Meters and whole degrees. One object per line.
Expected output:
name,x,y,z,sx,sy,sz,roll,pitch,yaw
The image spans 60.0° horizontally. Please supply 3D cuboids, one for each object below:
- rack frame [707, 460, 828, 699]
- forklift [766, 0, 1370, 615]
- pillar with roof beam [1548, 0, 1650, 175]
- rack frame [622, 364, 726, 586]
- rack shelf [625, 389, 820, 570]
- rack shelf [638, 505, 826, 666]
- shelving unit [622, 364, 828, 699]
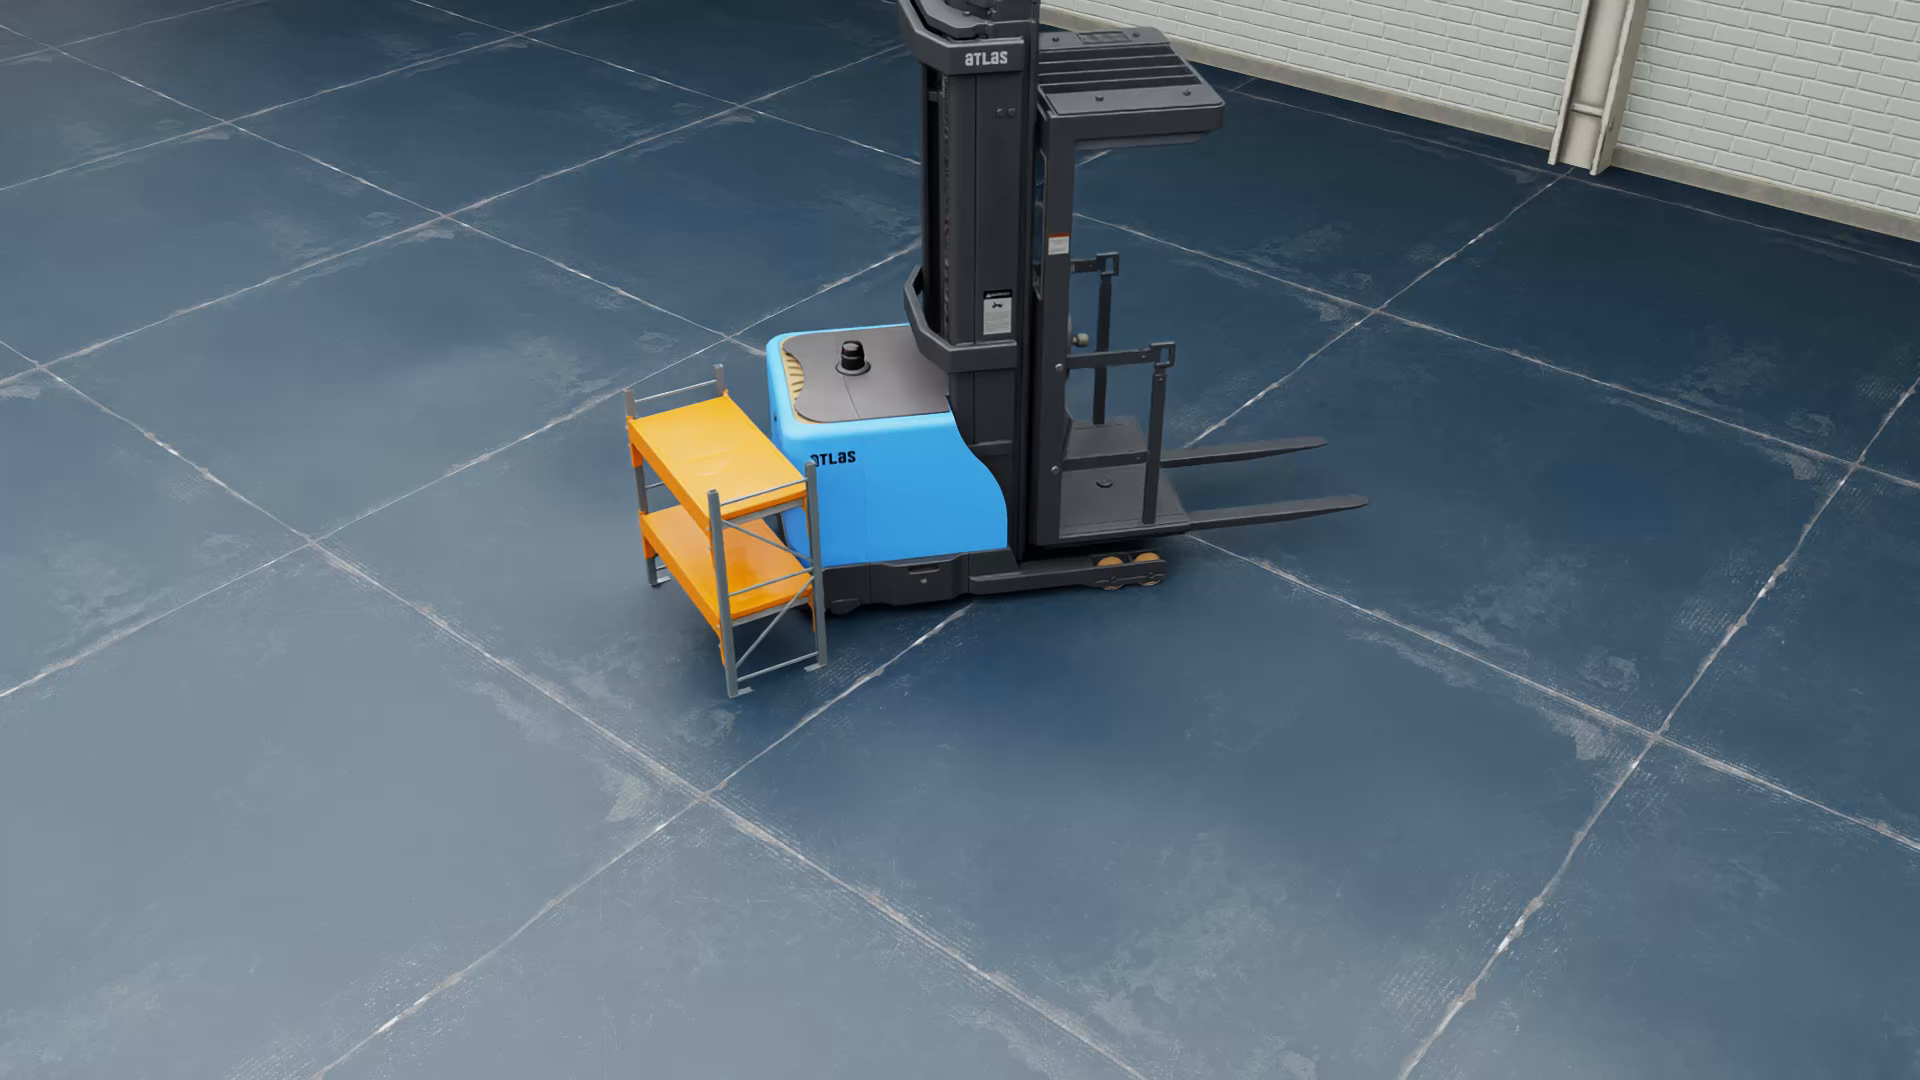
rack frame,-0.852,0.192,7.476,0.500,1.125,0.032,-18,38,-24
forklift,0.583,-1.245,7.974,3.031,2.935,1.130,-6,35,-9
pillar with roof beam,2.109,-4.792,7.778,0.400,9.000,9.100,25,42,32
rack frame,-1.359,-0.307,8.203,0.500,1.125,0.032,-18,38,-24
rack shelf,-1.106,-0.299,7.674,0.538,0.278,1.000,-18,38,-24
rack shelf,-1.106,0.144,7.978,0.538,0.278,1.000,-18,38,-24
shelving unit,-1.106,-0.057,7.840,0.538,1.125,1.048,-18,38,-24
